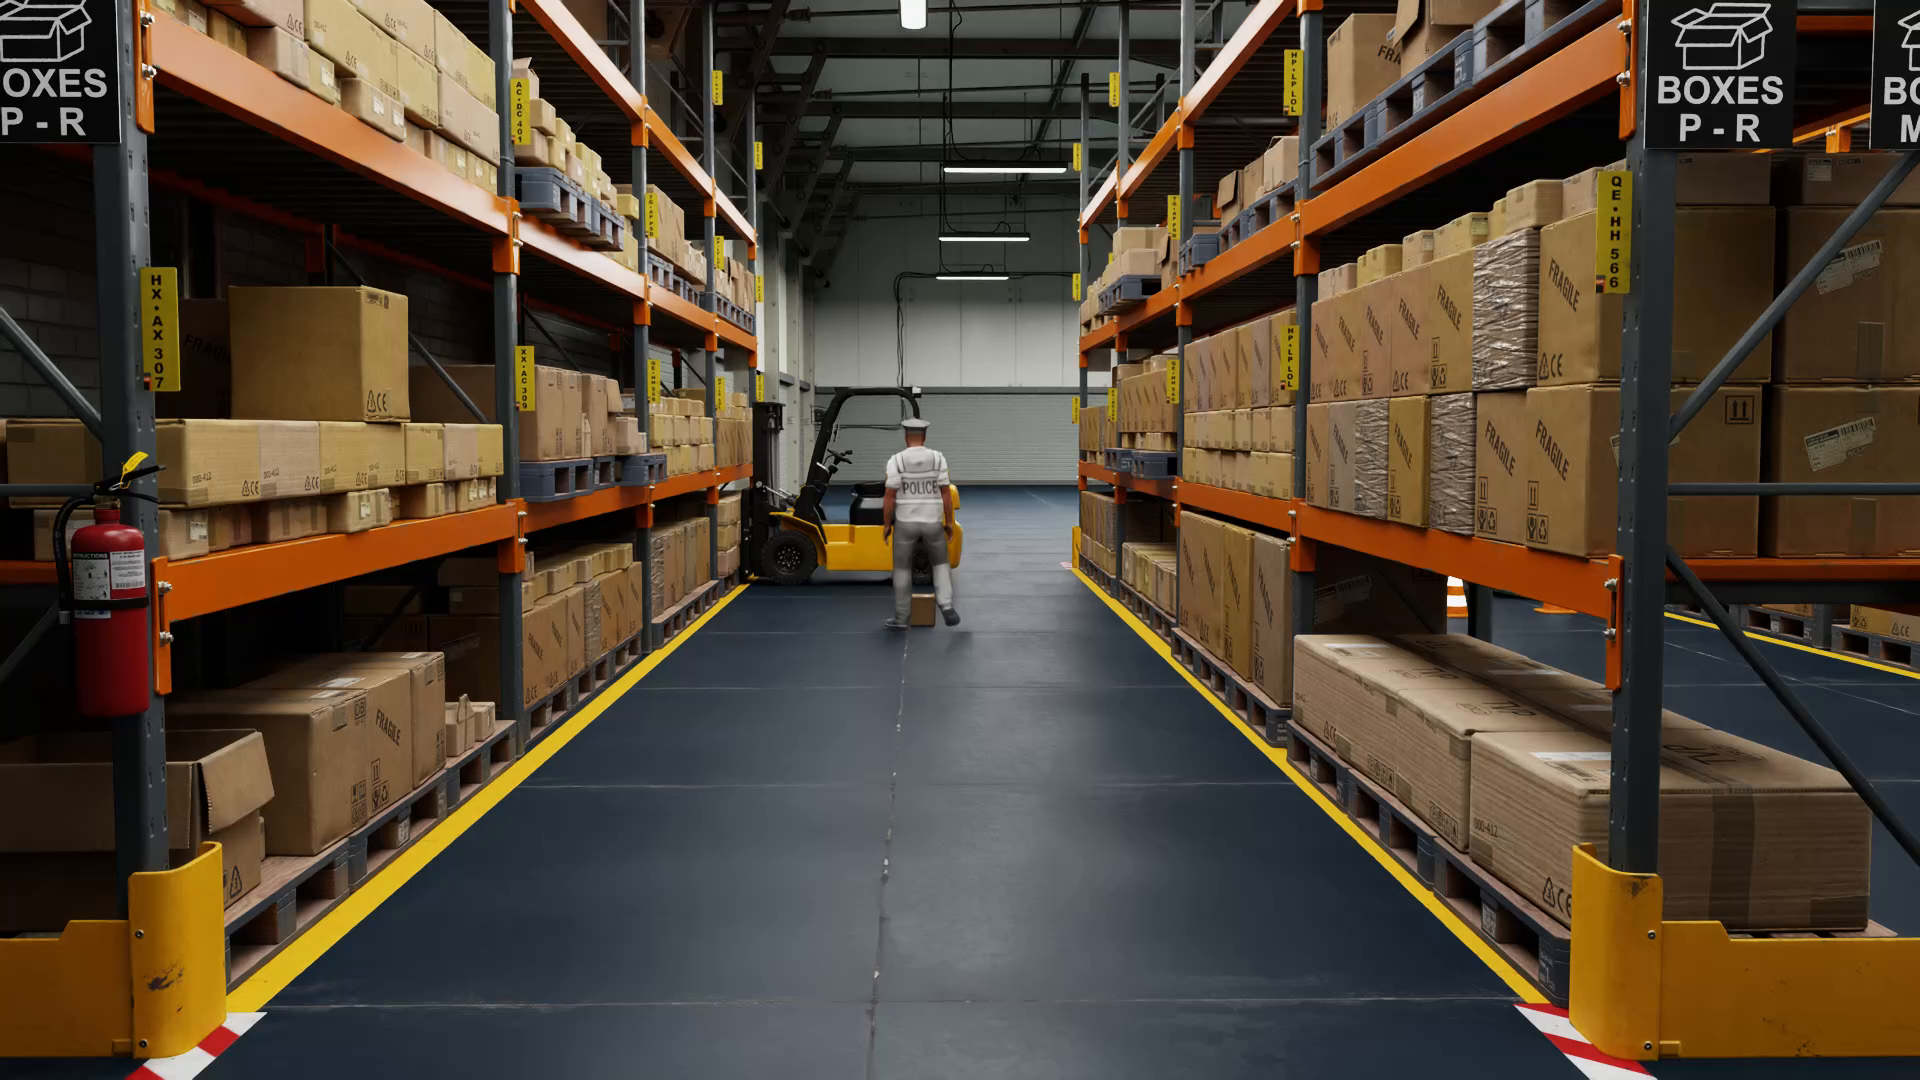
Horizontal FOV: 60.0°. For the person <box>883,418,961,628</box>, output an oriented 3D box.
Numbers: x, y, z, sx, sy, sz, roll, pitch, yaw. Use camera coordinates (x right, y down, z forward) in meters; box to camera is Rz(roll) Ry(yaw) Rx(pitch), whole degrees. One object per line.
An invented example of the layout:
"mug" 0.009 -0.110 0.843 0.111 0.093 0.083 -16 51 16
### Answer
"person" -0.328 -0.133 13.872 0.638 1.756 0.585 -1 4 -13
